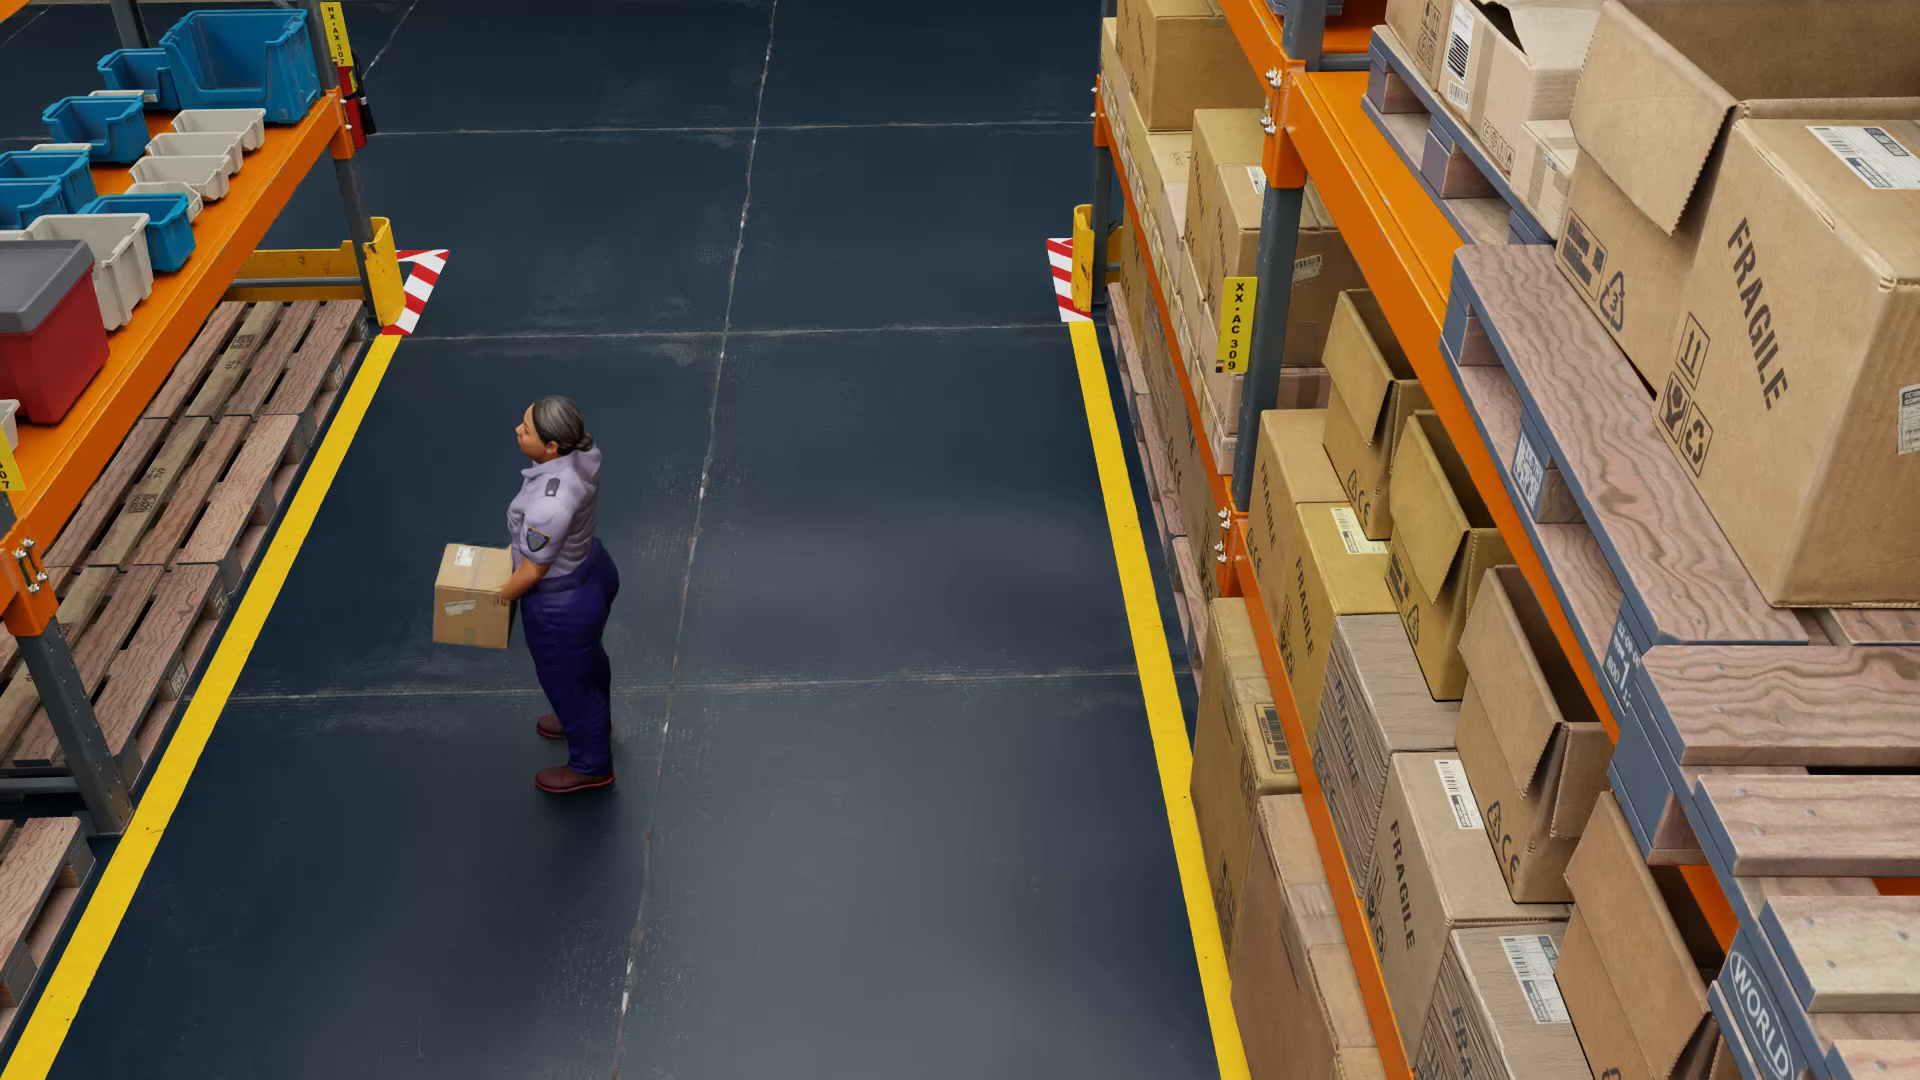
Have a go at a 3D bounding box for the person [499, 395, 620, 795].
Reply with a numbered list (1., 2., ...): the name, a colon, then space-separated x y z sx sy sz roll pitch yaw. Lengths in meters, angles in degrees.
1. person: -1.445 0.190 5.889 0.475 1.650 0.509 3 36 4
